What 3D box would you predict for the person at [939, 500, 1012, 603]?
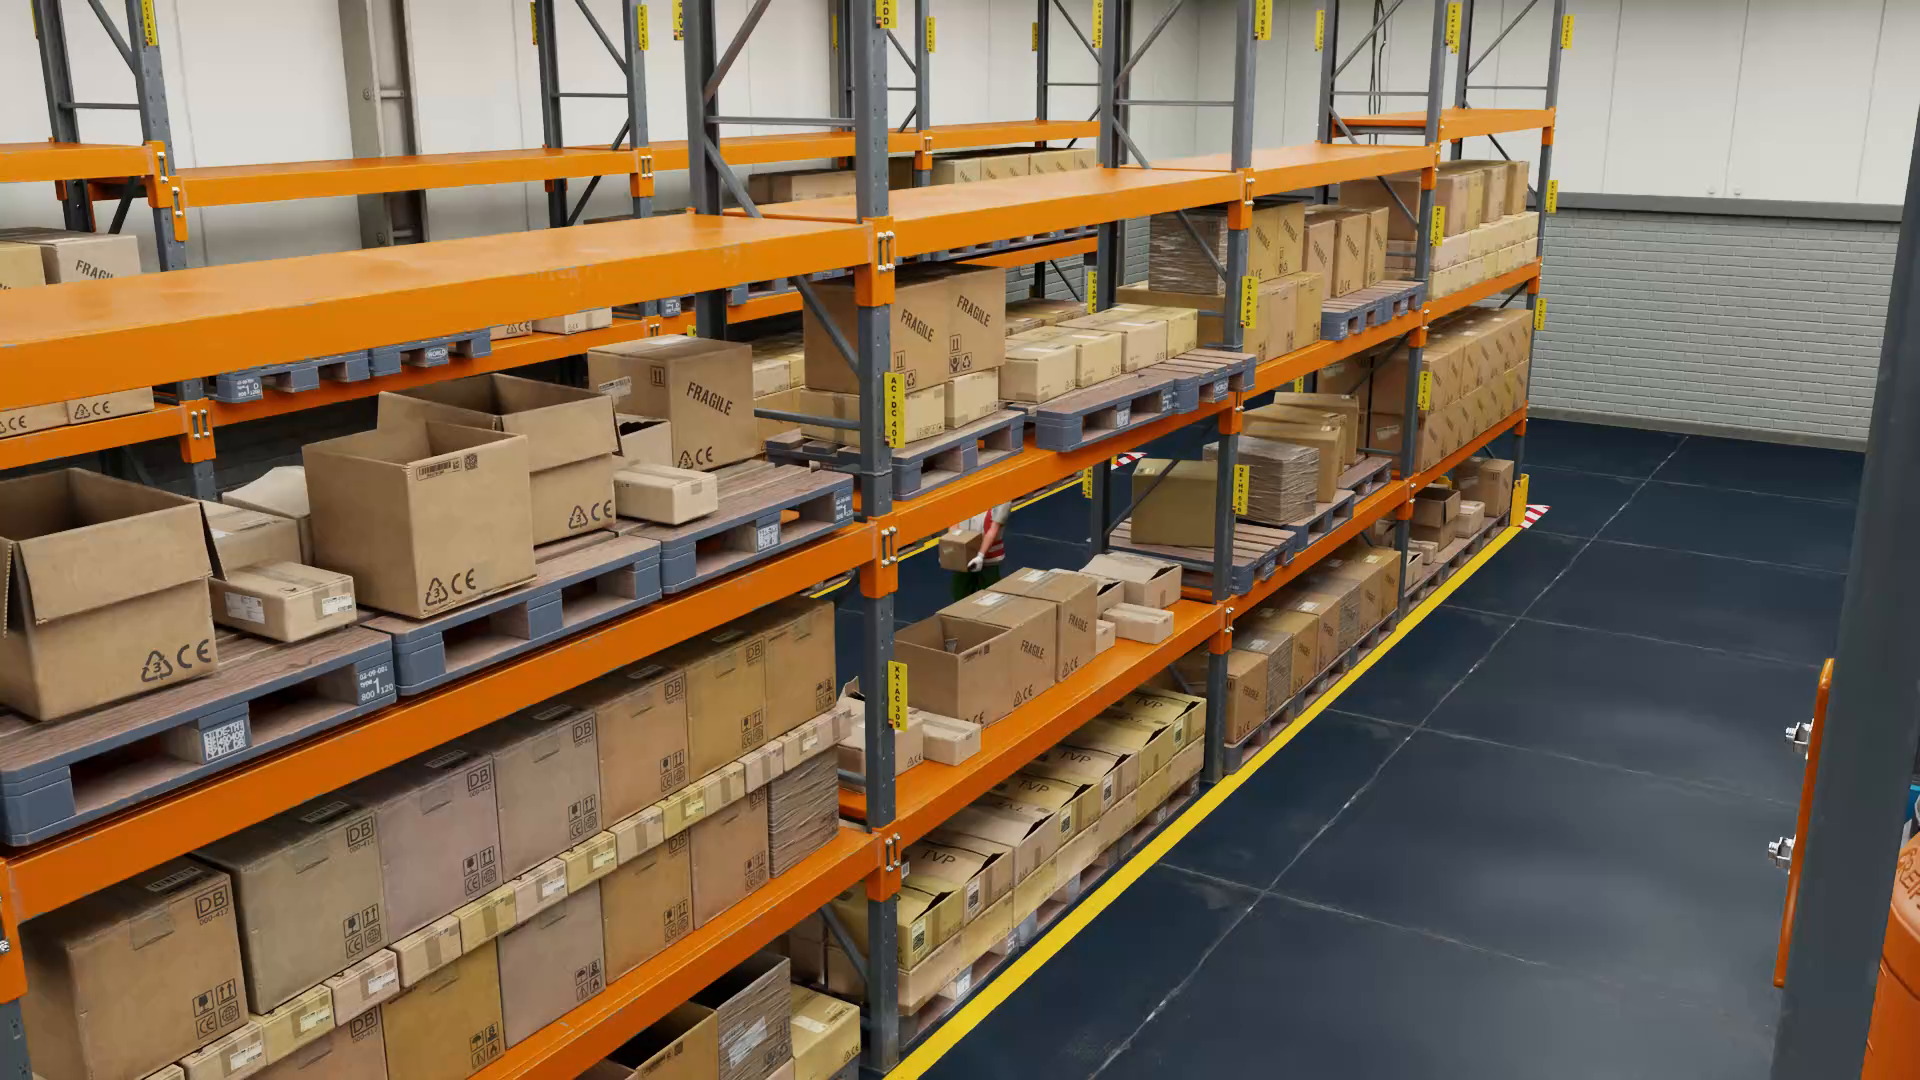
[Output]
[{"bbox_3d":[0.113,0.205,13.287,0.494,1.782,0.573,10,19,30],"label":"person"}]
